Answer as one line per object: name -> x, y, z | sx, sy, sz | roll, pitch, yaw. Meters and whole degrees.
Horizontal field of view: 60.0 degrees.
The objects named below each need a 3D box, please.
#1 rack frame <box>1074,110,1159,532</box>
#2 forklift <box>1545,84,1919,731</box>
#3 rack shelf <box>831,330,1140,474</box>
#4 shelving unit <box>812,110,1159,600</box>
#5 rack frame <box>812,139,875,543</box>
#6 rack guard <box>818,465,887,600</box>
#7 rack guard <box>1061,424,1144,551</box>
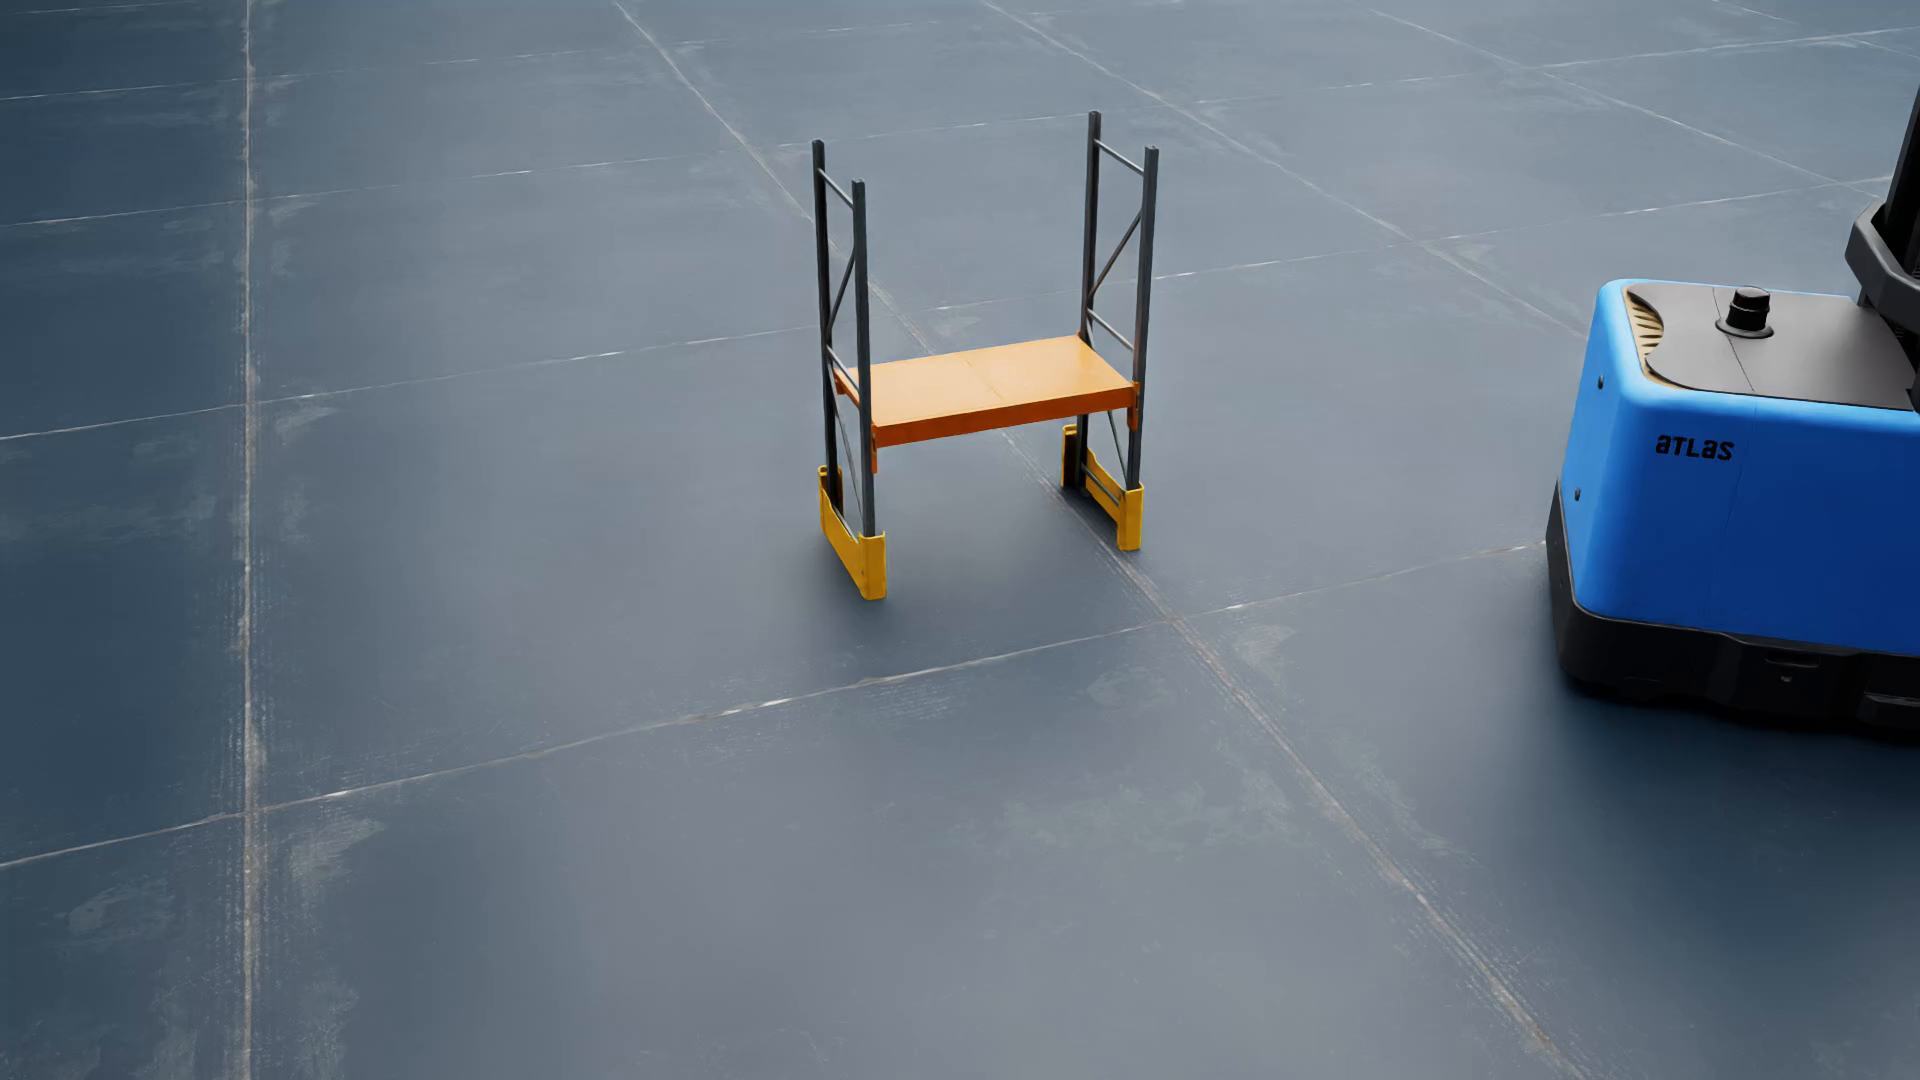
rack frame -> 0.556, -0.754, 6.059 | 0.032, 1.500, 0.500 | -10, 31, -18
forklift -> 3.521, -0.835, 4.755 | 3.031, 2.935, 1.130 | 7, 30, 12
rack shelf -> 0.080, -0.510, 5.994 | 1.000, 0.185, 0.538 | -10, 31, -18
shelving unit -> 0.071, -0.665, 5.902 | 1.083, 1.500, 0.587 | -10, 31, -18
rack frame -> -0.396, -0.579, 5.751 | 0.032, 1.500, 0.500 | -10, 31, -18
rack guard -> -0.395, -0.036, 6.060 | 0.087, 0.250, 0.587 | -10, 31, -18
rack guard -> 0.538, -0.208, 6.362 | 0.087, 0.250, 0.587 | -10, 31, -18
